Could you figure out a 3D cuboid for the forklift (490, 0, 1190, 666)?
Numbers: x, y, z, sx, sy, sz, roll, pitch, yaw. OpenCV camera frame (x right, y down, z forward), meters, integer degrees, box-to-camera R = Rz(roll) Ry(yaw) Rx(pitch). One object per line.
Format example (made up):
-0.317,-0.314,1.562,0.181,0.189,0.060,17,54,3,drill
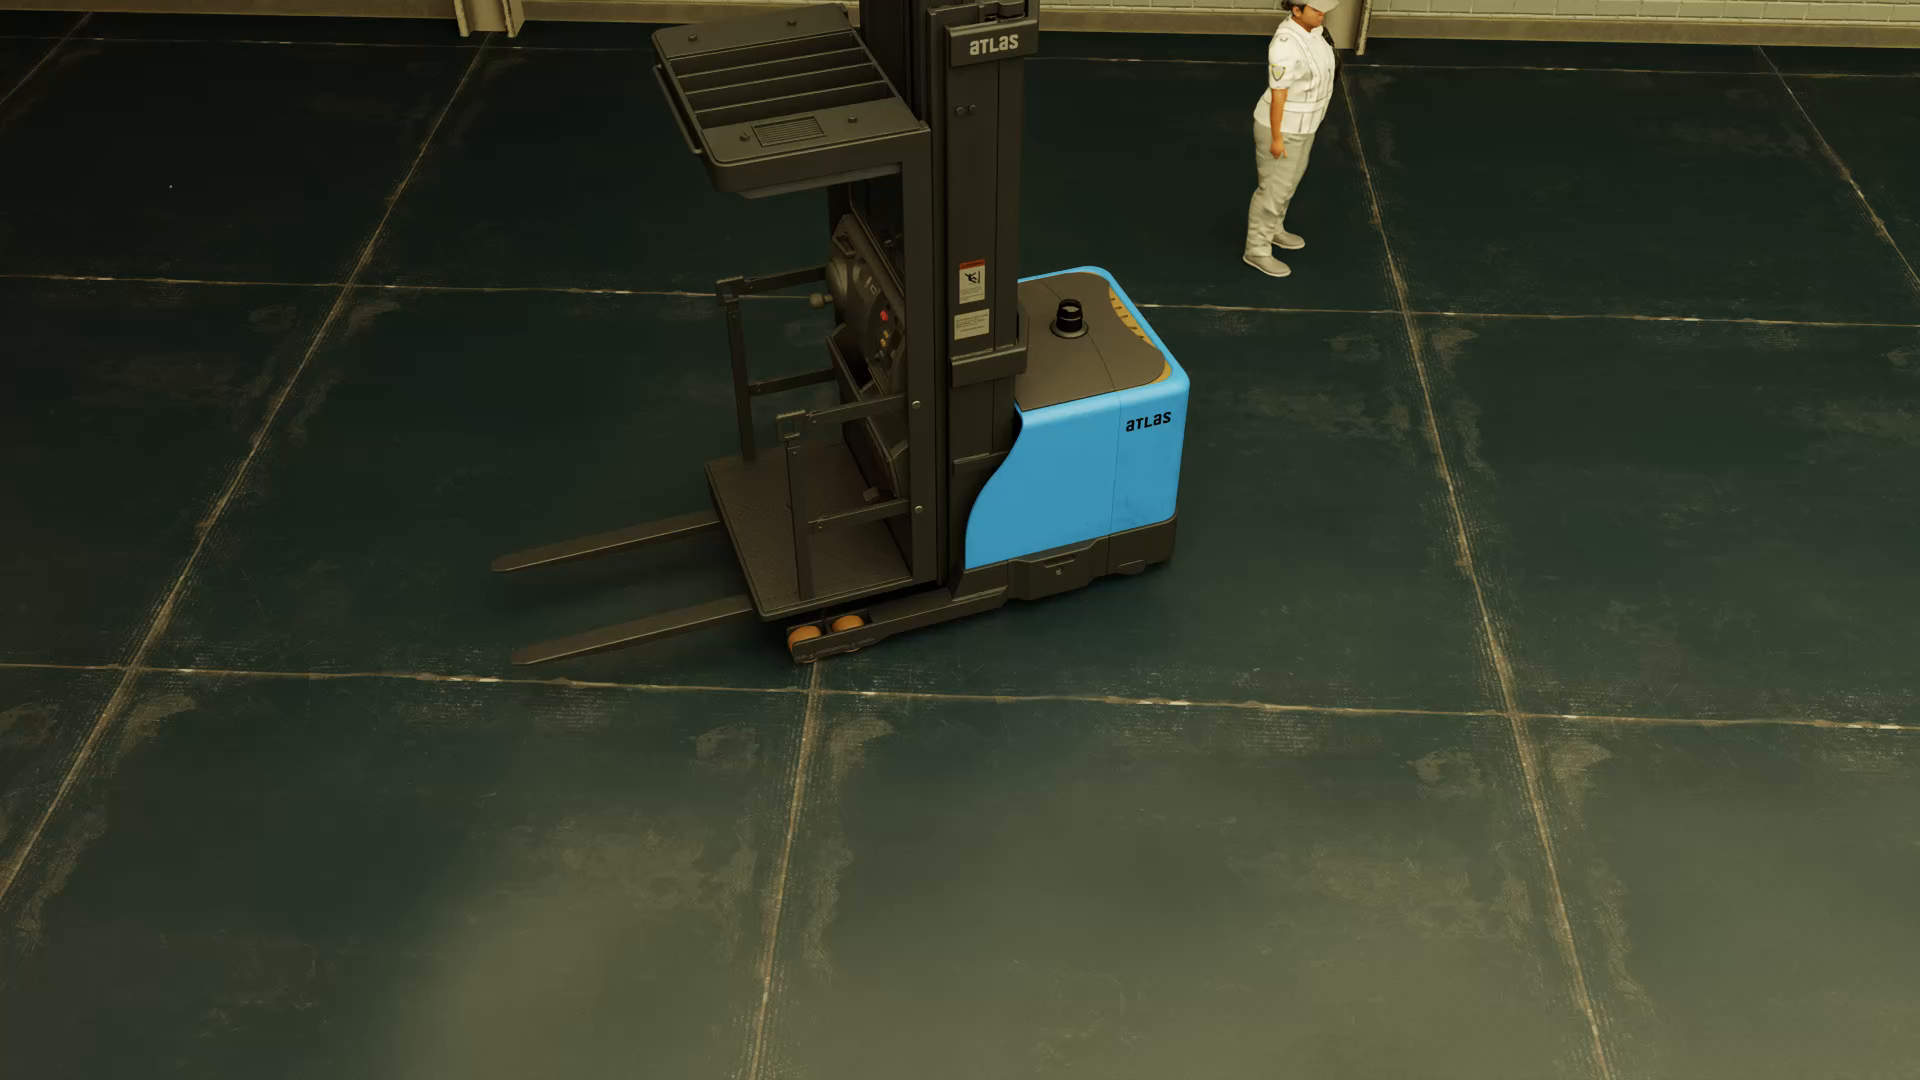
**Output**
-0.573,-0.945,6.778,3.031,2.935,1.130,-13,44,-14,forklift

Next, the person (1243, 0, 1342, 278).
1.826,-2.298,9.202,0.390,1.669,0.481,18,46,19,person
